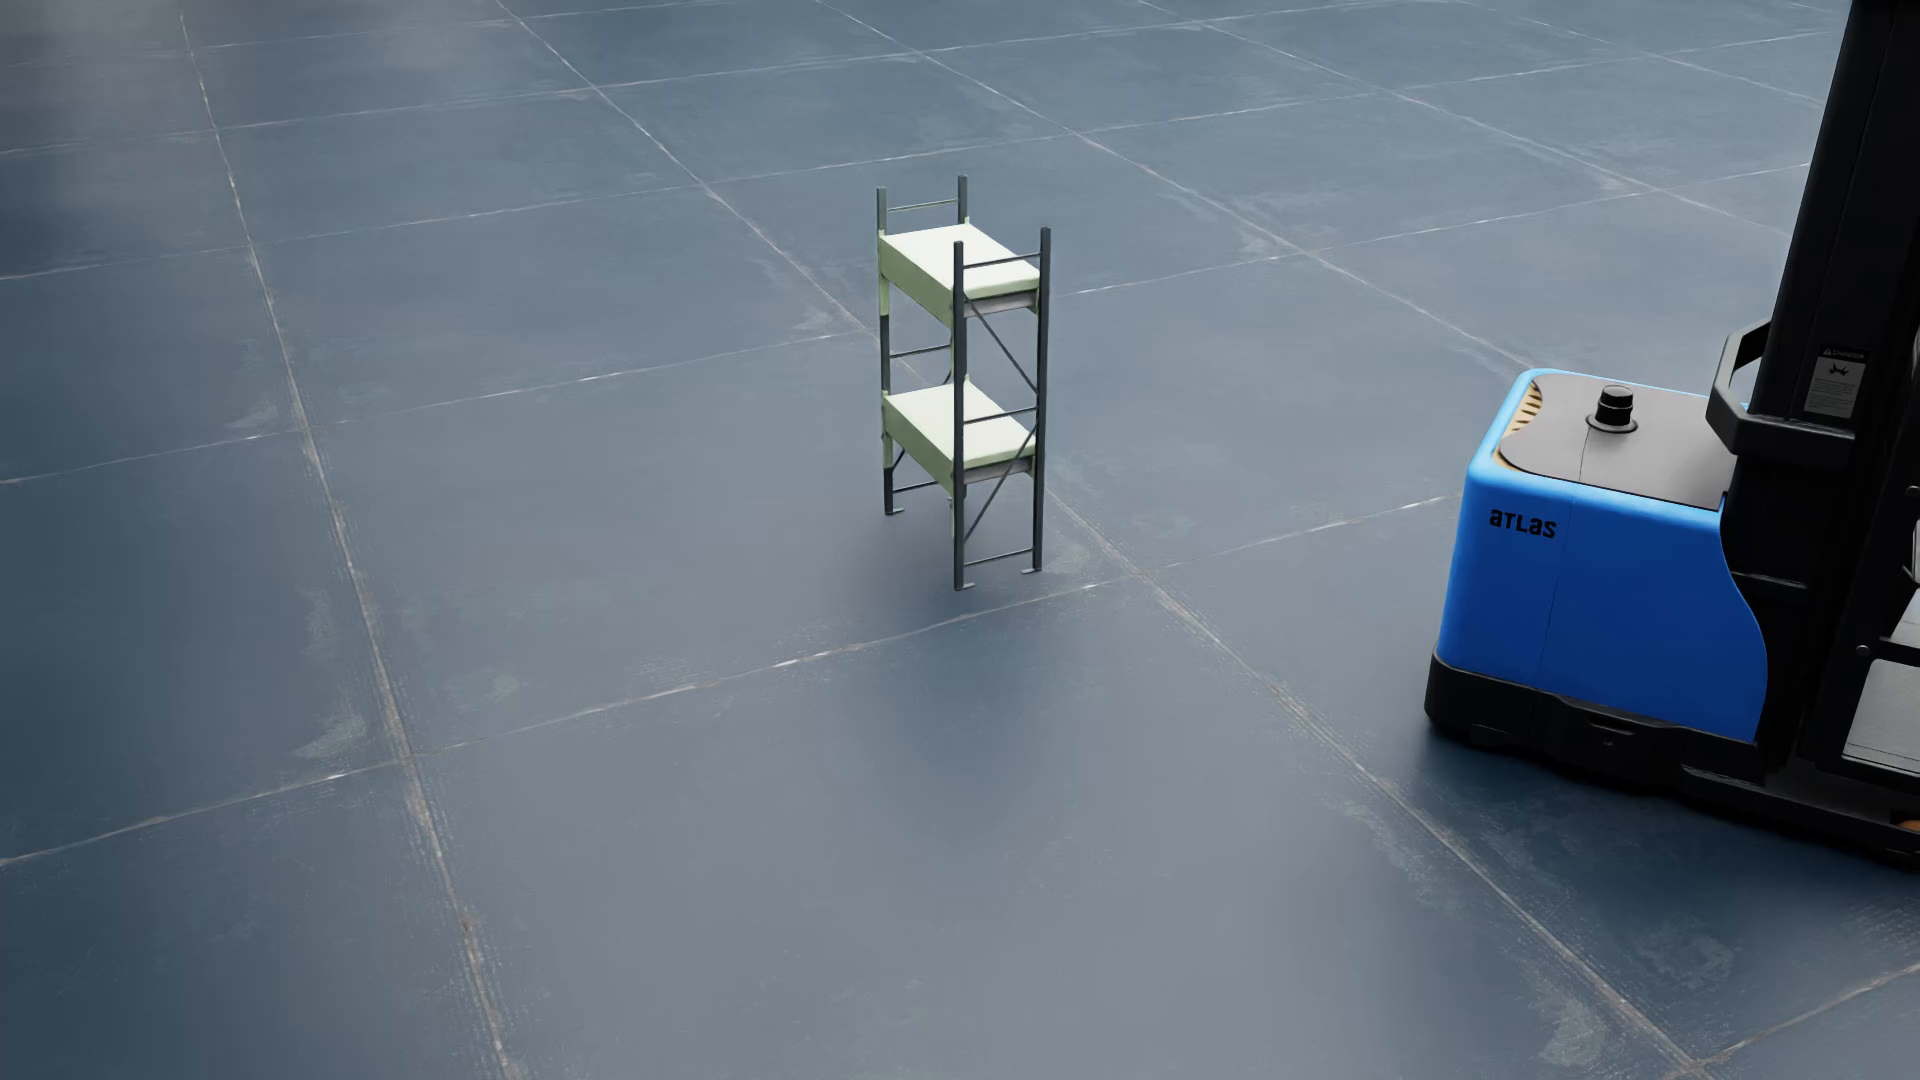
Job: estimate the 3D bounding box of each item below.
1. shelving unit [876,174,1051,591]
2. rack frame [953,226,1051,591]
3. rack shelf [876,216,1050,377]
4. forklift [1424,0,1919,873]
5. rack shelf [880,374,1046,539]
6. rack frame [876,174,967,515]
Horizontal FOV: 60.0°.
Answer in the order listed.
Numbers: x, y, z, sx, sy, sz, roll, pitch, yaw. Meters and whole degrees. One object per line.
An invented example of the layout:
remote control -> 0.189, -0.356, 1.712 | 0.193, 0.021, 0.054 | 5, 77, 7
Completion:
shelving unit -> 0.003, -0.651, 6.878 | 0.431, 1.500, 0.755 | -13, 32, -22
rack frame -> 0.160, -0.490, 6.590 | 0.400, 1.500, 0.023 | -13, 32, -22
rack shelf -> 0.003, -0.992, 6.687 | 0.431, 0.370, 0.720 | -13, 32, -22
forklift -> 3.226, -0.464, 5.081 | 3.031, 2.935, 1.130 | 14, 32, 24
rack shelf -> 0.003, -0.367, 7.037 | 0.431, 0.370, 0.720 | -13, 32, -22
rack frame -> -0.154, -0.813, 7.166 | 0.400, 1.500, 0.023 | -13, 32, -22
